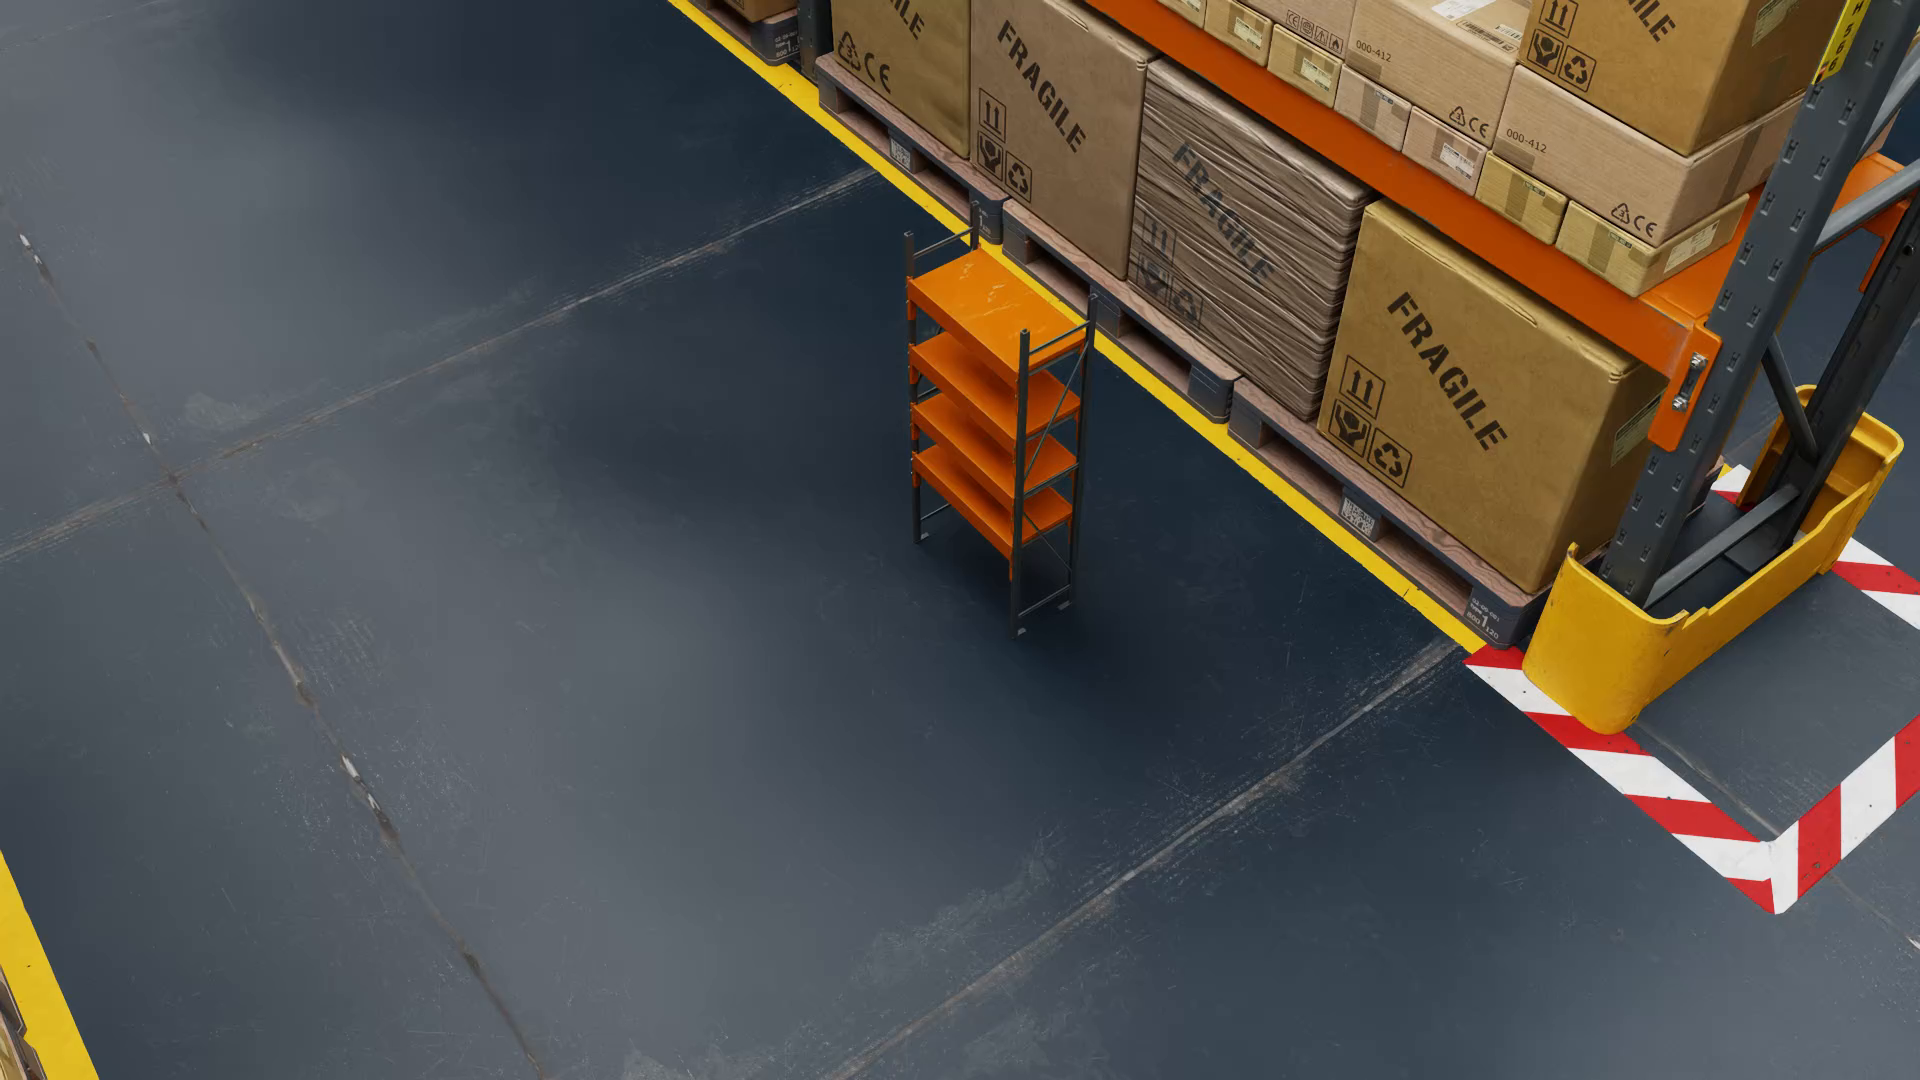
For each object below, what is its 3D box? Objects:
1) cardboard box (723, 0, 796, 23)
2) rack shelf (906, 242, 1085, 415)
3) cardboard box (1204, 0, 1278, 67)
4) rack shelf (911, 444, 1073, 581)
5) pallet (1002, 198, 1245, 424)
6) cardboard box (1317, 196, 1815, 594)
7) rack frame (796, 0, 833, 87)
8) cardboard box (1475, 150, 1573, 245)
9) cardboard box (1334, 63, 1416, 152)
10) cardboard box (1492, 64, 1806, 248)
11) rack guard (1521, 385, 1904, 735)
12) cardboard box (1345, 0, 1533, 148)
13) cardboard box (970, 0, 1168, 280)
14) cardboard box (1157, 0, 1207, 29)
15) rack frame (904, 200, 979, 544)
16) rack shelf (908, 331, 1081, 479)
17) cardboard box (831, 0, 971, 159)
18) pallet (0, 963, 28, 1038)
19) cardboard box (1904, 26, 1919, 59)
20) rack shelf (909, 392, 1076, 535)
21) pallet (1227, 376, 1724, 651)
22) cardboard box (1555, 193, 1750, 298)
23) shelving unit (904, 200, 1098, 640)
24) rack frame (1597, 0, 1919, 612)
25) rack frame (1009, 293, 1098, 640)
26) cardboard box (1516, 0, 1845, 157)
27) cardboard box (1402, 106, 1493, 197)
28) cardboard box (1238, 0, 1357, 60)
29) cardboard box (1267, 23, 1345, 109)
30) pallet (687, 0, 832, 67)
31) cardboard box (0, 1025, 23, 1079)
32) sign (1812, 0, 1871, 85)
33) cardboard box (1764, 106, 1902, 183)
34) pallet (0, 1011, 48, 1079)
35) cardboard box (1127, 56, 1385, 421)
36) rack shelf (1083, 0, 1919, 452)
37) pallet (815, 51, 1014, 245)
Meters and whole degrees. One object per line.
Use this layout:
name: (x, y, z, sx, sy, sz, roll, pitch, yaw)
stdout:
cardboard box: (-0.640, -2.963, 7.062, 1.225, 0.875, 0.875, -29, 54, -24)
rack shelf: (0.100, -0.569, 4.426, 0.258, 0.148, 0.480, -29, 54, -24)
cardboard box: (0.931, -1.541, 4.792, 0.380, 0.149, 0.250, -29, 54, -24)
rack shelf: (0.100, -0.127, 4.914, 0.258, 0.148, 0.480, -29, 54, -24)
pallet: (0.905, -1.027, 6.039, 1.003, 0.211, 1.213, -29, 54, -24)
cardboard box: (1.734, -0.577, 4.899, 0.875, 0.875, 0.875, -29, 54, -24)
rack frame: (-0.236, -3.167, 6.096, 1.000, 3.000, 0.127, -29, 54, -24)
cardboard box: (1.549, -0.939, 4.246, 0.380, 0.149, 0.250, -29, 54, -24)
cardboard box: (1.247, -1.236, 4.515, 0.380, 0.149, 0.250, -29, 54, -23)
cardboard box: (1.681, -1.025, 4.055, 0.500, 0.250, 0.500, -30, 55, -25)
rack guard: (2.200, 0.045, 4.872, 1.175, 0.500, 0.348, -29, 54, -24)
cardboard box: (1.374, -1.324, 4.326, 0.500, 0.250, 0.500, -30, 55, -25)
cardboard box: (0.645, -1.639, 5.862, 0.875, 0.875, 0.875, -29, 54, -24)
cardboard box: (0.783, -1.688, 4.925, 0.380, 0.149, 0.250, -28, 54, -23)
rack frame: (-0.048, -0.449, 4.847, 0.240, 1.200, 0.015, -29, 54, -24)
rack shelf: (0.100, -0.410, 4.601, 0.258, 0.148, 0.480, -29, 54, -24)
cardboard box: (0.100, -2.169, 6.343, 0.875, 0.875, 0.875, -29, 54, -24)
pallet: (-3.067, 1.035, 4.169, 1.003, 0.211, 1.213, -29, 54, -24)
cardboard box: (2.110, -1.262, 4.270, 0.500, 0.250, 0.500, -31, 55, -25)
rack shelf: (0.100, -0.260, 4.767, 0.258, 0.148, 0.480, -29, 54, -24)
pallet: (1.639, -0.308, 5.387, 1.003, 0.211, 1.213, -29, 54, -24)
cardboard box: (1.708, -0.786, 4.108, 0.380, 0.149, 0.250, -28, 54, -23)
shelving unit: (0.100, -0.305, 4.717, 0.258, 1.200, 0.503, -29, 54, -24)
rack frame: (2.186, -0.808, 3.958, 1.000, 3.000, 0.127, -29, 54, -24)
rack frame: (0.248, -0.162, 4.587, 0.240, 1.200, 0.015, -29, 54, -24)
cardboard box: (1.681, -1.279, 3.779, 0.500, 0.500, 0.500, -29, 54, -24)
cardboard box: (1.397, -1.088, 4.381, 0.380, 0.149, 0.250, -29, 54, -24)
cardboard box: (1.066, -1.624, 4.598, 0.500, 0.250, 0.500, -31, 55, -25)
cardboard box: (1.088, -1.388, 4.653, 0.380, 0.149, 0.250, -31, 55, -25)
pallet: (-0.763, -2.652, 7.511, 1.003, 0.211, 1.213, -29, 54, -24)
cardboard box: (-2.333, 1.260, 3.724, 0.380, 0.149, 0.250, -29, 54, -24)
sign: (1.745, -1.042, 3.228, 0.100, 0.325, 0.005, -29, 54, -24)
cardboard box: (2.233, -1.081, 4.375, 0.380, 0.149, 0.250, -29, 54, -24)
pallet: (-2.333, 1.754, 3.518, 1.003, 0.211, 1.213, -29, 54, -24)
cardboard box: (1.183, -1.114, 5.386, 0.875, 0.875, 0.875, -29, 54, -24)
rack shelf: (0.975, -1.746, 5.294, 1.077, 0.370, 4.000, -29, 54, -24)
pallet: (0.162, -1.747, 6.691, 1.003, 0.211, 1.213, -29, 54, -24)
